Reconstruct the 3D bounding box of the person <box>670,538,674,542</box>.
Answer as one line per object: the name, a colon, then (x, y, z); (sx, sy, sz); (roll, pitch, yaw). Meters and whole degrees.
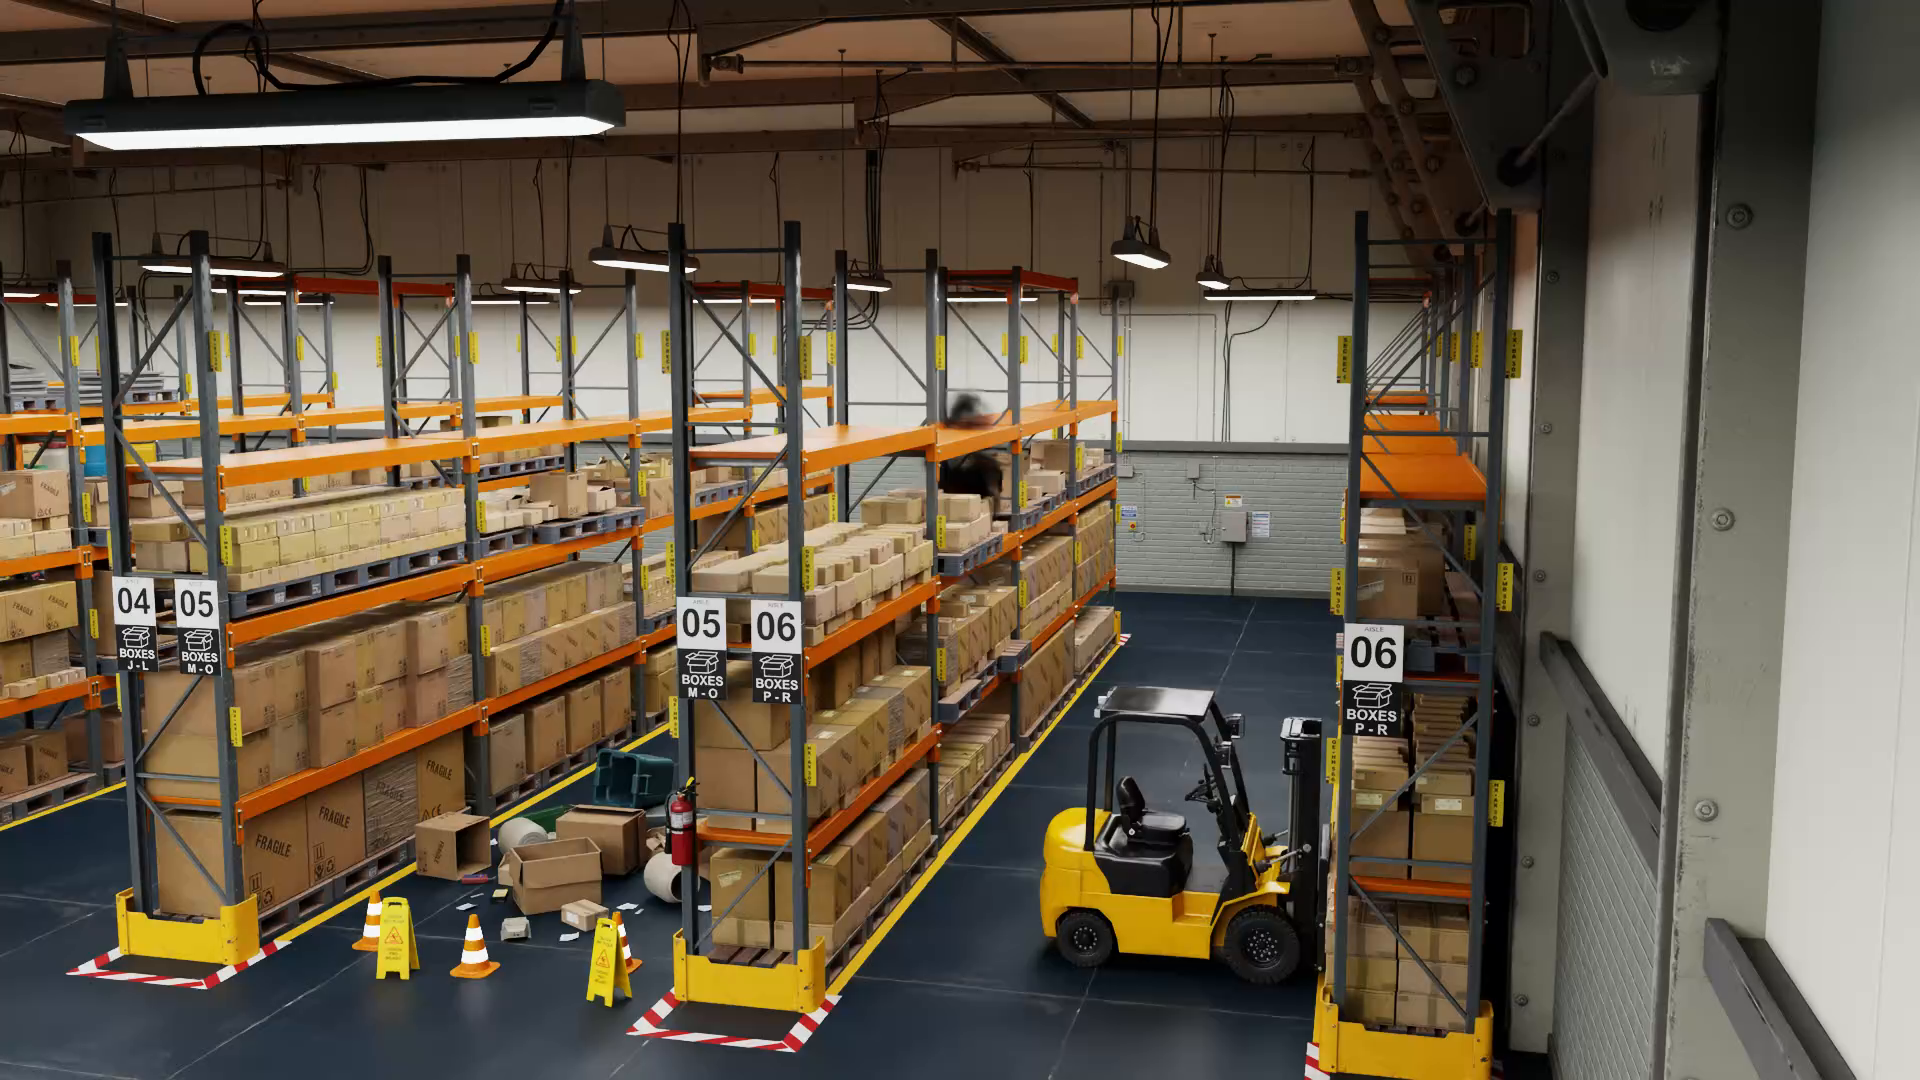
person: (-4.837, 0.823, 28.425); (0.668, 1.788, 0.836); (3, 8, 25)
